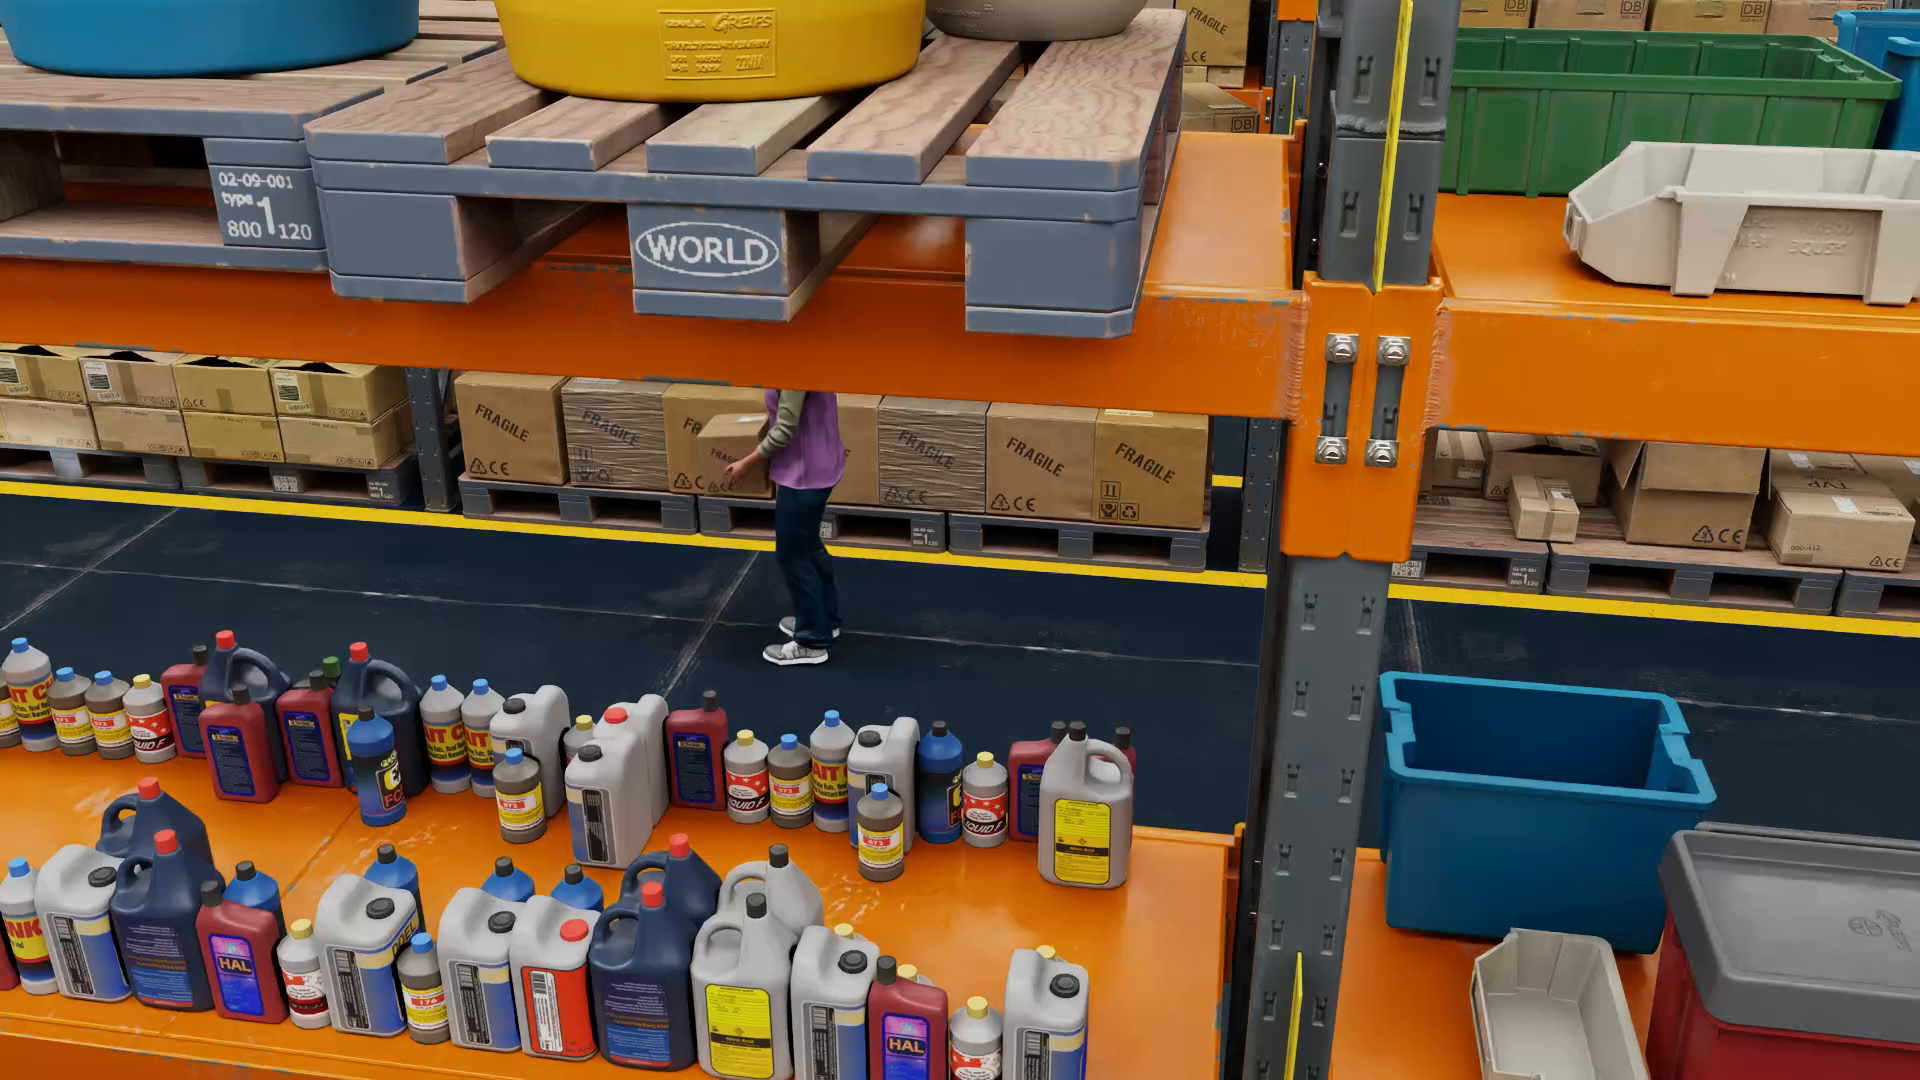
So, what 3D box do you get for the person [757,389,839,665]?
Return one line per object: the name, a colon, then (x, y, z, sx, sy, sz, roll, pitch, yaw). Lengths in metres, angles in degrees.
person: (-0.642, -0.148, 6.715, 0.325, 1.354, 0.442, 4, 26, 8)
